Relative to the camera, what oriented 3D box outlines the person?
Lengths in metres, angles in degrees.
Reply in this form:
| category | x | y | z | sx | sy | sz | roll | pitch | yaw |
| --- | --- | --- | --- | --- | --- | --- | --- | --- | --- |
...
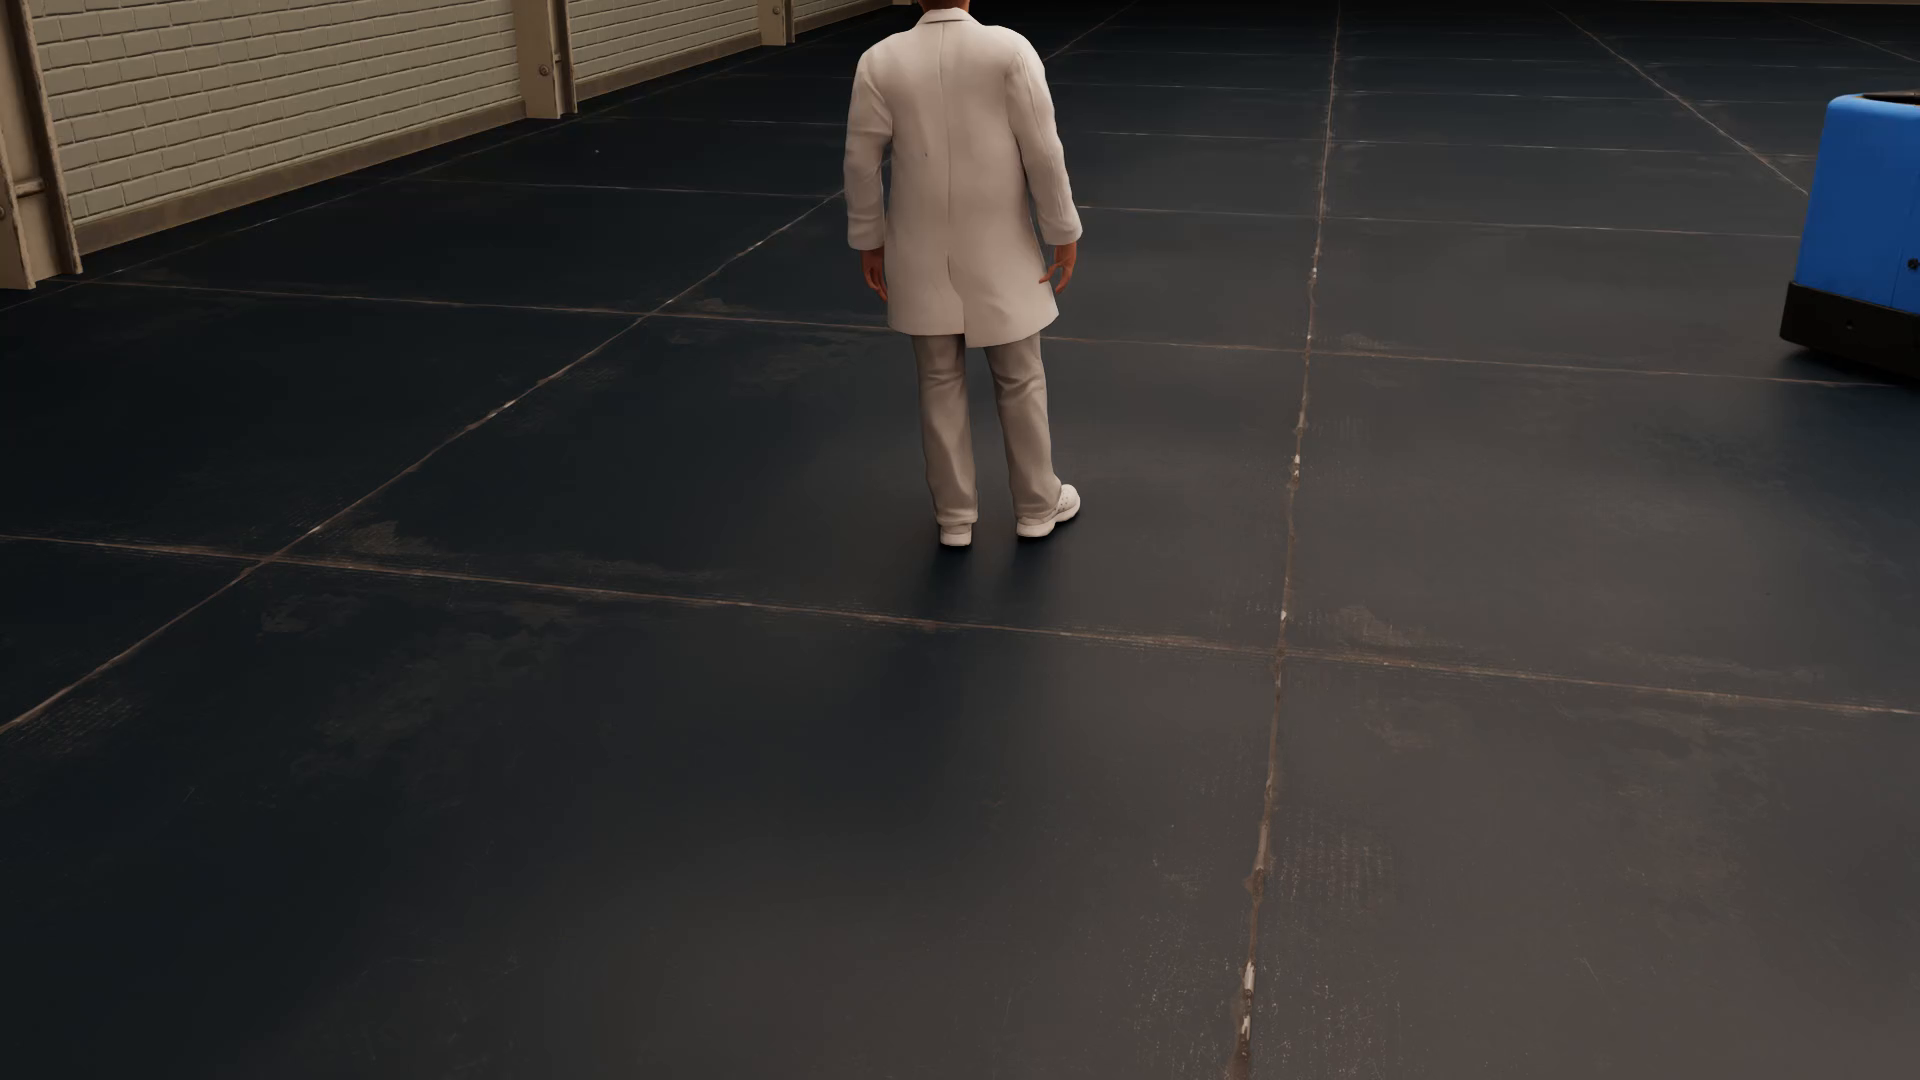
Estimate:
| category | x | y | z | sx | sy | sz | roll | pitch | yaw |
| --- | --- | --- | --- | --- | --- | --- | --- | --- | --- |
| person | 0.024 | -0.862 | 4.891 | 0.696 | 1.775 | 0.581 | 5 | 23 | 11 |

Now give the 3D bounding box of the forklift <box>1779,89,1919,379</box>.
| category | x | y | z | sx | sy | sz | roll | pitch | yaw |
| --- | --- | --- | --- | --- | --- | --- | --- | --- | --- |
| forklift | 5.045 | -2.222 | 6.715 | 3.031 | 2.935 | 1.130 | -10 | 24 | -23 |
